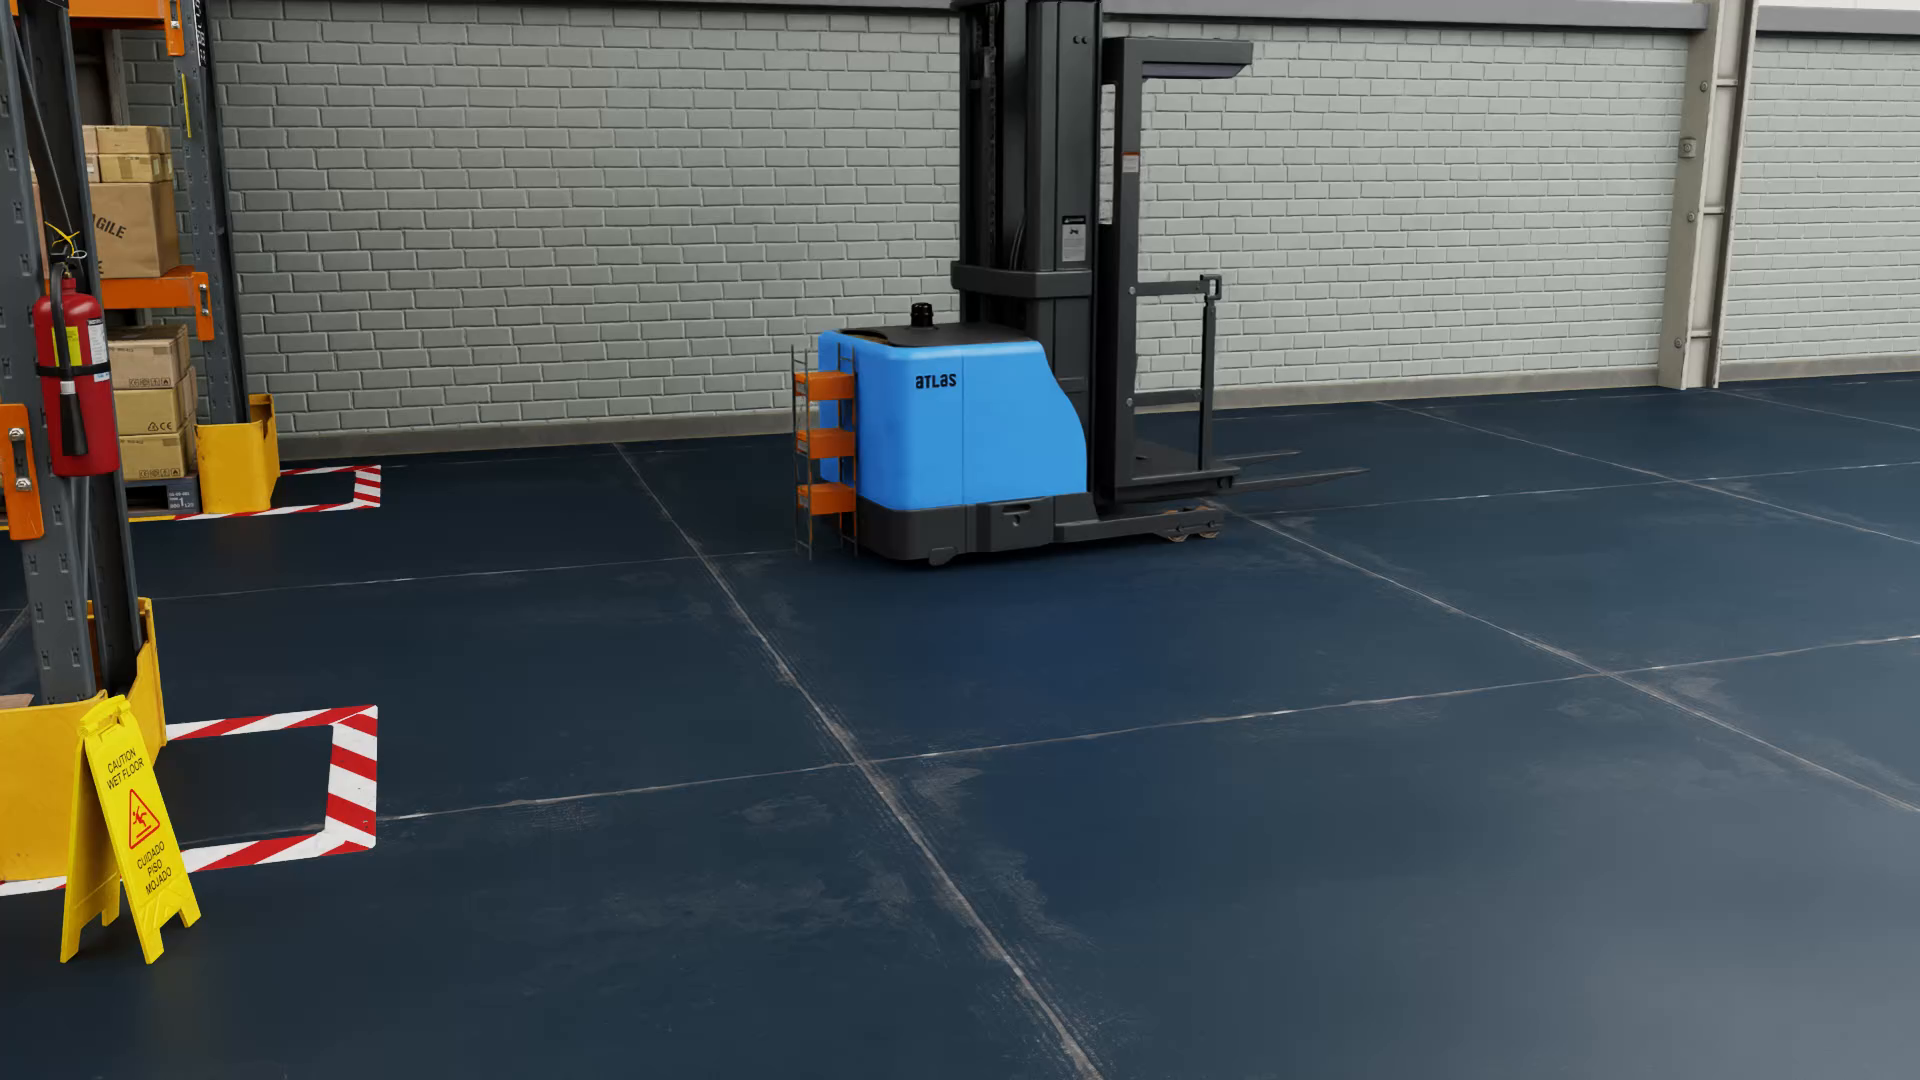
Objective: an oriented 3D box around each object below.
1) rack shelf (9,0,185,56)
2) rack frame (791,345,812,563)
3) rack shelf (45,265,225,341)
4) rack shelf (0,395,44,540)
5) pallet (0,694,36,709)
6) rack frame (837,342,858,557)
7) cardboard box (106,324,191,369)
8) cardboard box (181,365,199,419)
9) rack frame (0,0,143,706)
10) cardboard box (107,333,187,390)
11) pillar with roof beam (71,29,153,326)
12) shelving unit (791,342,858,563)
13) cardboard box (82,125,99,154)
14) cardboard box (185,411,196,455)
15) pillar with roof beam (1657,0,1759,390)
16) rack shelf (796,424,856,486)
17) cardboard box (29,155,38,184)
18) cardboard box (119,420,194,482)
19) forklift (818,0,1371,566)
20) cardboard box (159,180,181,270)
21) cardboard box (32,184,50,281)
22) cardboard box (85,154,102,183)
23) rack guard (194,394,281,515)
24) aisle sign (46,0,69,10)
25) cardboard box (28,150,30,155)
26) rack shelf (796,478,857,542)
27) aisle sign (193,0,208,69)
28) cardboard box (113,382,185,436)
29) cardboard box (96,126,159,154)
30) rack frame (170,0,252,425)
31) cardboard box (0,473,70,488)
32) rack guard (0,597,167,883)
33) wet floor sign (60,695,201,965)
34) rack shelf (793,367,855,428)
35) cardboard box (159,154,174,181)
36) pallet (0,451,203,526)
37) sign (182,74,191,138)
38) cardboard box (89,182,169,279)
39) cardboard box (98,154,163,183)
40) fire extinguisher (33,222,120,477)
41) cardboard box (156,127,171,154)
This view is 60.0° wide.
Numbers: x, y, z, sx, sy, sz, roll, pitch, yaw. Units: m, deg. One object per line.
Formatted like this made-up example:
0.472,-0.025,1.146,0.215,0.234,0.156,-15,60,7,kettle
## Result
-6.143,-2.697,8.571,4.000,0.370,1.077,-4,14,-18,rack shelf
-0.775,-0.420,8.138,0.008,1.050,0.200,-7,15,-26,rack frame
-6.143,-1.238,8.918,4.000,0.370,1.077,-4,14,-18,rack shelf
-4.556,-0.149,4.342,4.000,0.370,1.077,-4,14,-18,rack shelf
-3.514,0.768,4.959,1.213,0.211,1.003,-4,14,-18,pallet
-0.557,-0.445,8.244,0.008,1.050,0.200,-7,15,-26,rack frame
-4.763,-1.094,9.635,0.500,0.250,0.500,-5,14,-19,cardboard box
-4.759,-0.856,9.713,0.500,0.250,0.500,-4,14,-17,cardboard box
-2.661,-0.647,4.880,0.127,3.000,1.000,-4,14,-18,rack frame
-4.584,-0.986,9.179,0.500,0.250,0.500,-4,14,-16,cardboard box
-3.822,-3.856,5.407,0.400,9.000,9.100,-4,14,-18,pillar with roof beam
-0.666,-0.432,8.191,0.252,1.050,0.215,-7,15,-26,shelving unit
-4.744,-2.146,8.924,0.250,0.149,0.380,-4,14,-18,cardboard box
-4.775,-0.608,9.753,0.500,0.250,0.500,-4,14,-18,cardboard box
7.552,-4.741,9.130,0.400,9.000,9.100,-4,14,-18,pillar with roof beam
-0.666,-0.422,8.194,0.240,0.259,0.215,-7,15,-26,rack shelf
-4.985,-1.981,8.872,0.250,0.149,0.380,-4,14,-17,cardboard box
-4.592,-0.498,9.288,0.500,0.250,0.500,-4,14,-18,cardboard box
0.809,-1.516,8.682,3.031,2.935,1.130,-7,15,-26,forklift
-4.806,-1.808,9.546,0.500,0.500,0.500,-4,14,-16,cardboard box
-5.125,-1.654,8.897,0.500,0.500,0.500,-4,14,-16,cardboard box
-4.719,-1.987,8.896,0.250,0.149,0.380,-4,14,-17,cardboard box
-4.225,-0.521,9.752,0.348,0.500,1.175,-4,14,-18,rack guard
-2.701,-1.984,4.884,0.004,0.787,0.394,-4,14,-18,aisle sign
-4.983,-2.121,8.817,0.250,0.149,0.380,-4,14,-17,cardboard box
-0.666,-0.152,8.258,0.240,0.259,0.215,-7,15,-26,rack shelf
-4.091,-2.940,8.904,0.004,0.787,0.394,-4,14,-18,aisle sign
-4.609,-0.740,9.228,0.500,0.250,0.500,-5,14,-19,cardboard box
-4.520,-2.171,9.029,0.250,0.149,0.380,-4,14,-18,cardboard box
-4.247,-1.735,9.455,0.127,3.000,1.000,-4,14,-18,rack frame
-5.066,-0.463,9.142,0.500,0.250,0.500,-4,14,-18,cardboard box
-2.733,0.575,5.145,0.348,0.500,1.175,-4,14,-18,rack guard
-2.139,0.719,4.225,0.232,0.644,0.267,0,13,1,wet floor sign
-0.666,-0.698,8.128,0.240,0.259,0.215,-7,15,-26,rack shelf
-4.652,-2.131,9.503,0.250,0.149,0.380,-5,14,-20,cardboard box
-4.959,-0.313,9.502,1.213,0.211,1.003,-4,14,-18,pallet
-4.088,-2.294,8.789,0.005,0.325,0.100,-4,14,-18,sign
-4.630,-1.690,9.049,0.500,0.500,0.500,-5,14,-19,cardboard box
-4.487,-2.012,9.003,0.250,0.149,0.380,-4,14,-17,cardboard box
-2.405,-0.517,4.499,0.183,0.674,0.296,-4,14,-18,fire extinguisher
-4.634,-2.266,9.427,0.250,0.149,0.380,-5,14,-19,cardboard box
